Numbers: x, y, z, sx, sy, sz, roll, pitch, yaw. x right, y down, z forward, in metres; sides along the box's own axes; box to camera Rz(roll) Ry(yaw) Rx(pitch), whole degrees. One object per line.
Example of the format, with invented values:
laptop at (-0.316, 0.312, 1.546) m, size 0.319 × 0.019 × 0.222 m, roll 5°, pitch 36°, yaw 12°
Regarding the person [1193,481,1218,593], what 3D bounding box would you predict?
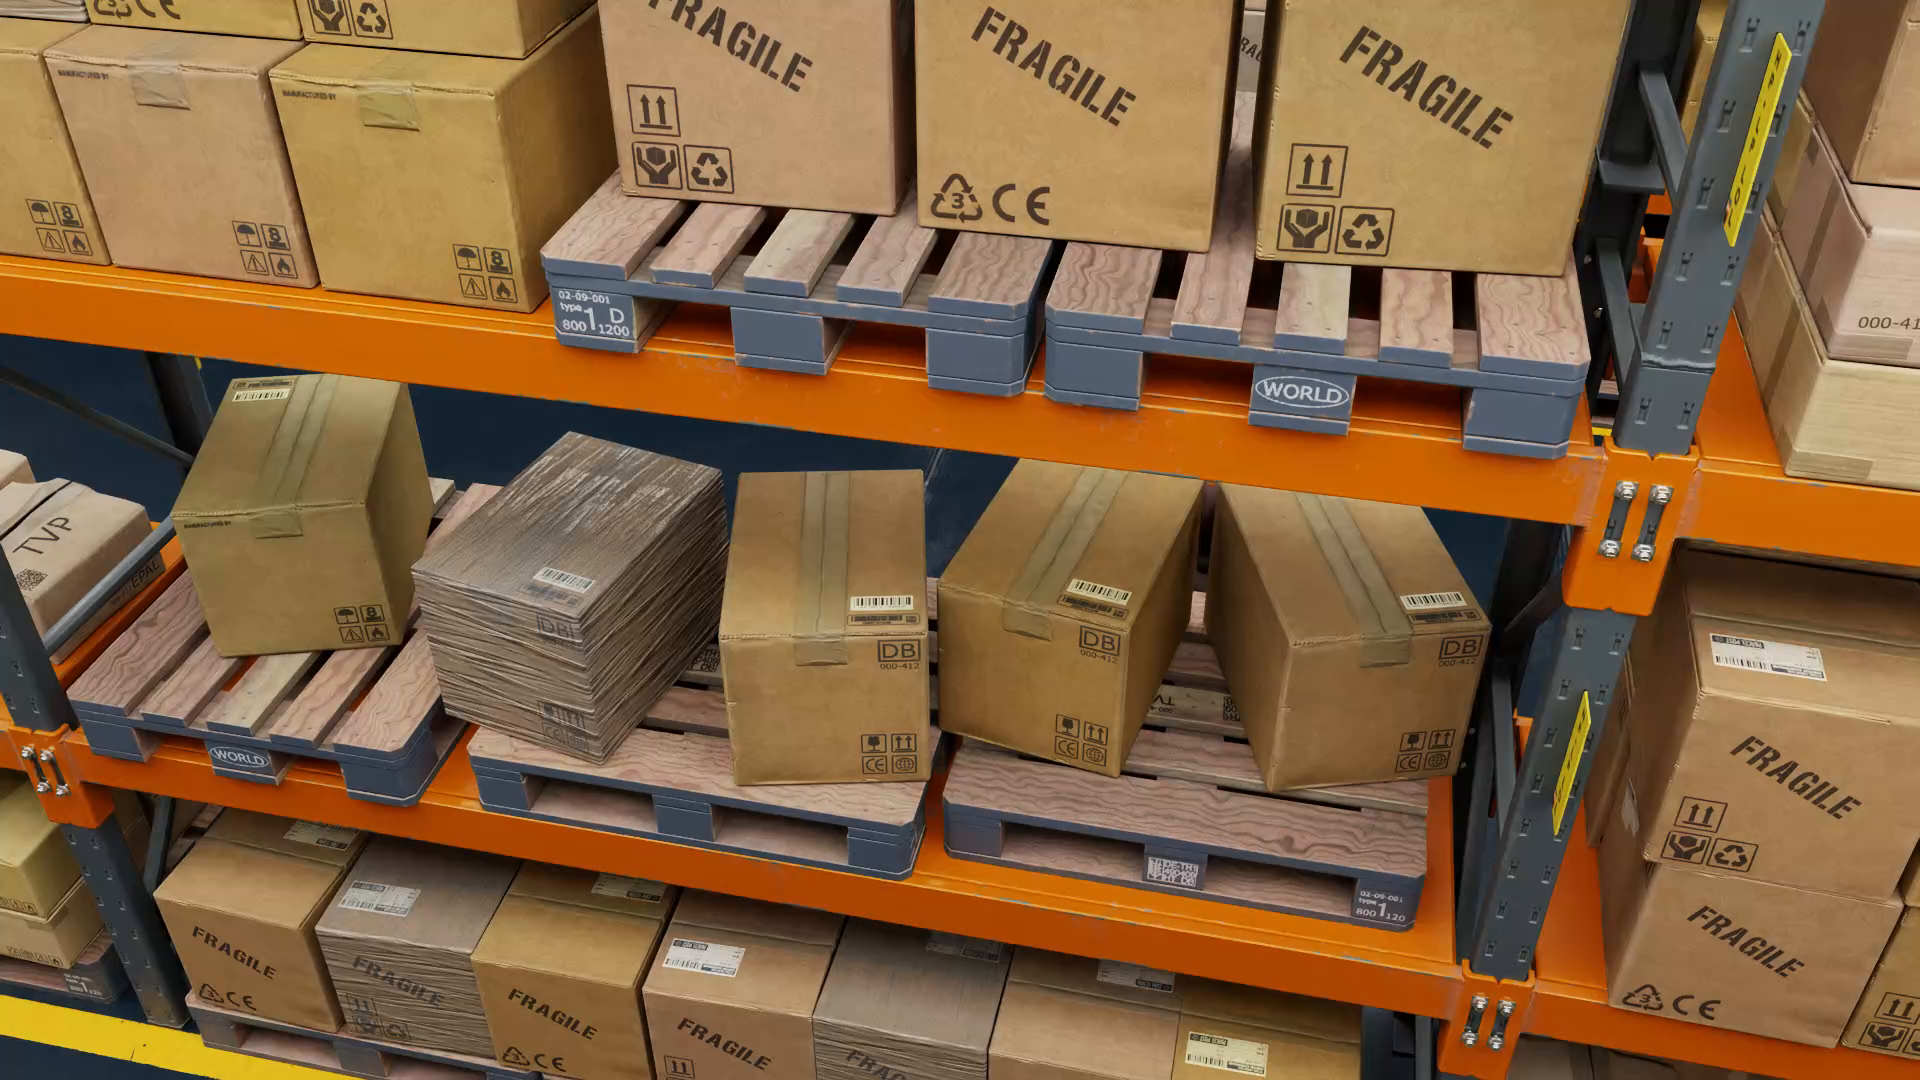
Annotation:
person at (0.956, 0.114, 6.407) m, size 0.776 × 1.306 × 0.631 m, roll 7°, pitch 37°, yaw 10°
